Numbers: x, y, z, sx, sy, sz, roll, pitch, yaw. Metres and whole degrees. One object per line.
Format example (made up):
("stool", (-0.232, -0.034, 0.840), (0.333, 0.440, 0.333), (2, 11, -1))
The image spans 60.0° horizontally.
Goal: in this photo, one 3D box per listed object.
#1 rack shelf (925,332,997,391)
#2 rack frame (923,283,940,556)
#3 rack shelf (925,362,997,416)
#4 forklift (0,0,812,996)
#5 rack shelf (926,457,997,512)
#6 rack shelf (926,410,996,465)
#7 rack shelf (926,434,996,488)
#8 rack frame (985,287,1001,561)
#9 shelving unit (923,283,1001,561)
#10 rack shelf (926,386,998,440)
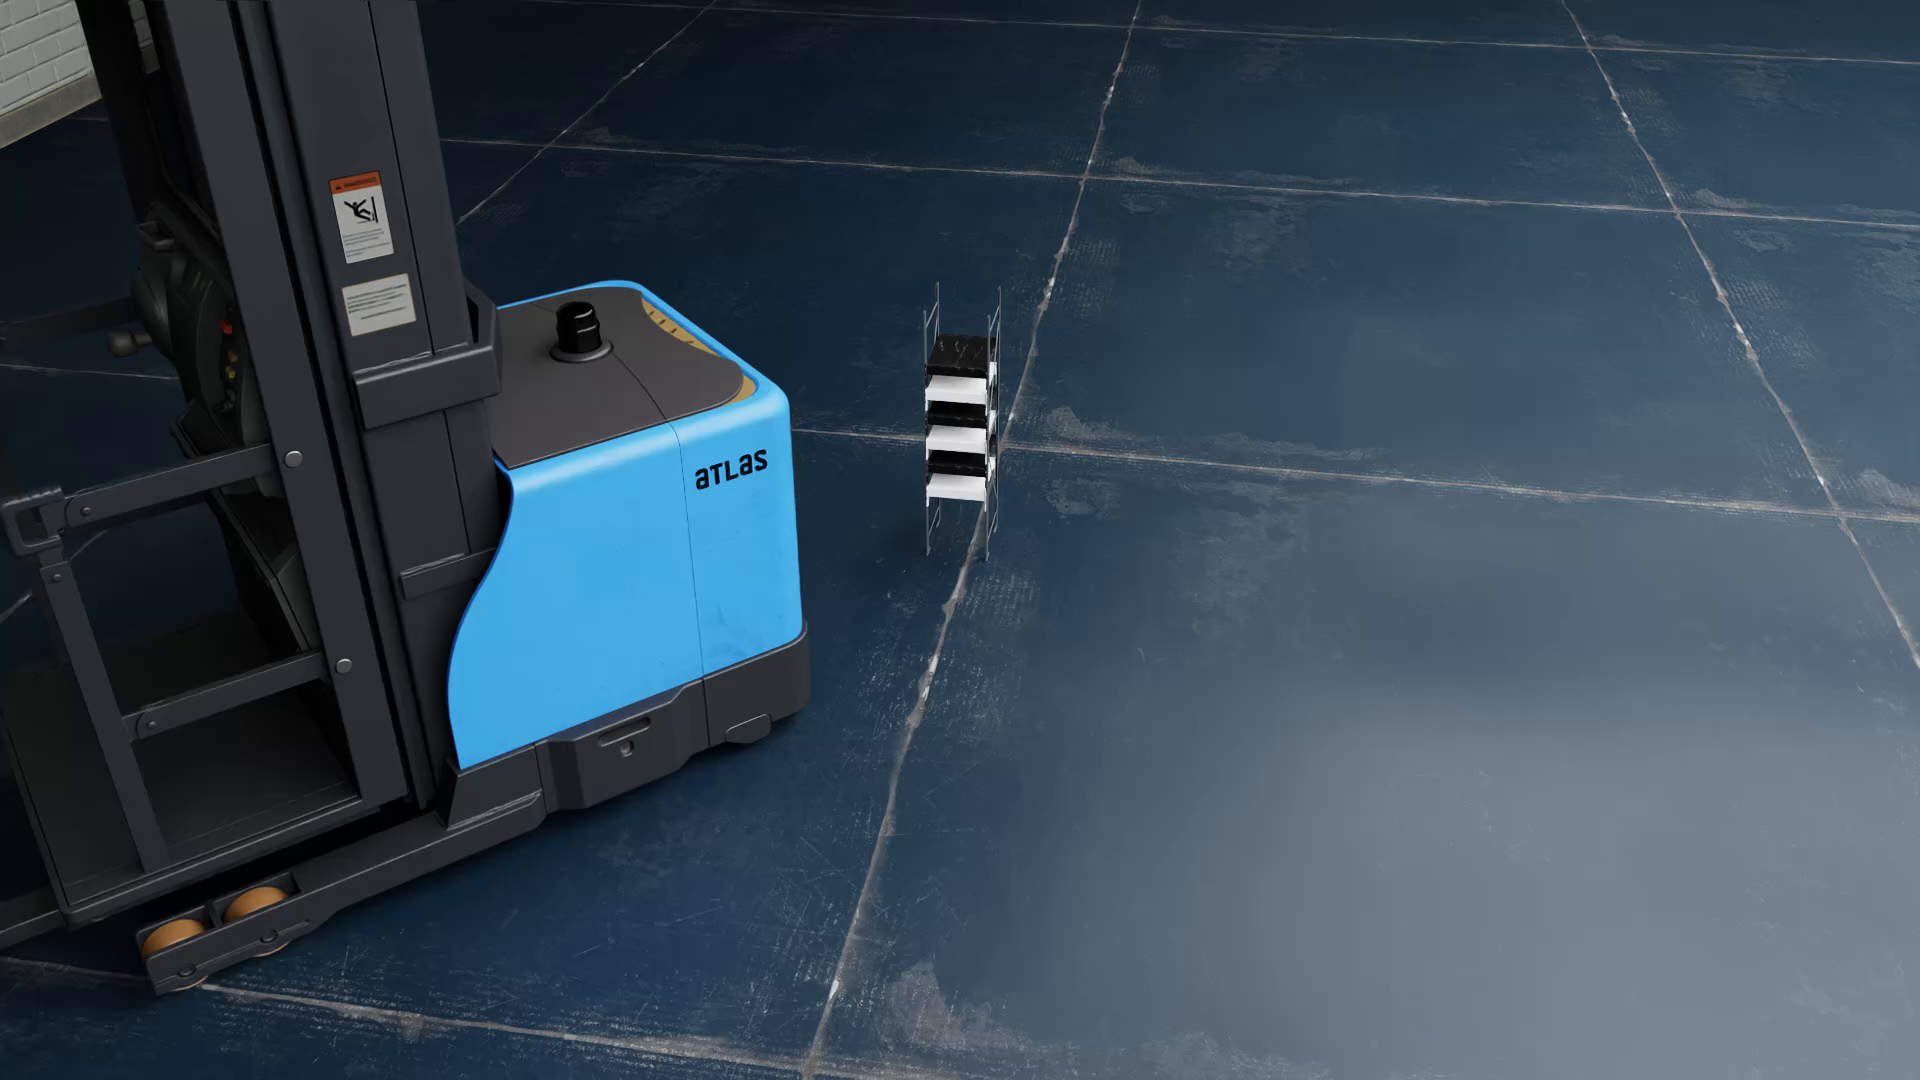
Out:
("rack shelf", (0.008, -0.581, 5.384), (0.200, 0.077, 0.258), (5, 32, 8))
("rack frame", (-0.092, -0.390, 5.525), (0.006, 0.900, 0.240), (5, 32, 8))
("rack shelf", (0.008, -0.505, 5.432), (0.200, 0.077, 0.258), (5, 32, 8))
("forklift", (-1.935, -0.477, 3.749), (3.031, 2.935, 1.130), (-20, 37, -29))
("rack shelf", (0.008, -0.200, 5.623), (0.200, 0.077, 0.258), (5, 32, 8))
("rack shelf", (0.008, -0.352, 5.528), (0.200, 0.077, 0.258), (5, 32, 8))
("rack shelf", (0.008, -0.276, 5.576), (0.200, 0.077, 0.258), (5, 32, 8))
("rack frame", (0.108, -0.372, 5.496), (0.006, 0.900, 0.240), (5, 32, 8))
("shelving unit", (0.008, -0.381, 5.510), (0.210, 0.900, 0.258), (5, 32, 8))
("rack shelf", (0.008, -0.429, 5.480), (0.200, 0.077, 0.258), (5, 32, 8))
